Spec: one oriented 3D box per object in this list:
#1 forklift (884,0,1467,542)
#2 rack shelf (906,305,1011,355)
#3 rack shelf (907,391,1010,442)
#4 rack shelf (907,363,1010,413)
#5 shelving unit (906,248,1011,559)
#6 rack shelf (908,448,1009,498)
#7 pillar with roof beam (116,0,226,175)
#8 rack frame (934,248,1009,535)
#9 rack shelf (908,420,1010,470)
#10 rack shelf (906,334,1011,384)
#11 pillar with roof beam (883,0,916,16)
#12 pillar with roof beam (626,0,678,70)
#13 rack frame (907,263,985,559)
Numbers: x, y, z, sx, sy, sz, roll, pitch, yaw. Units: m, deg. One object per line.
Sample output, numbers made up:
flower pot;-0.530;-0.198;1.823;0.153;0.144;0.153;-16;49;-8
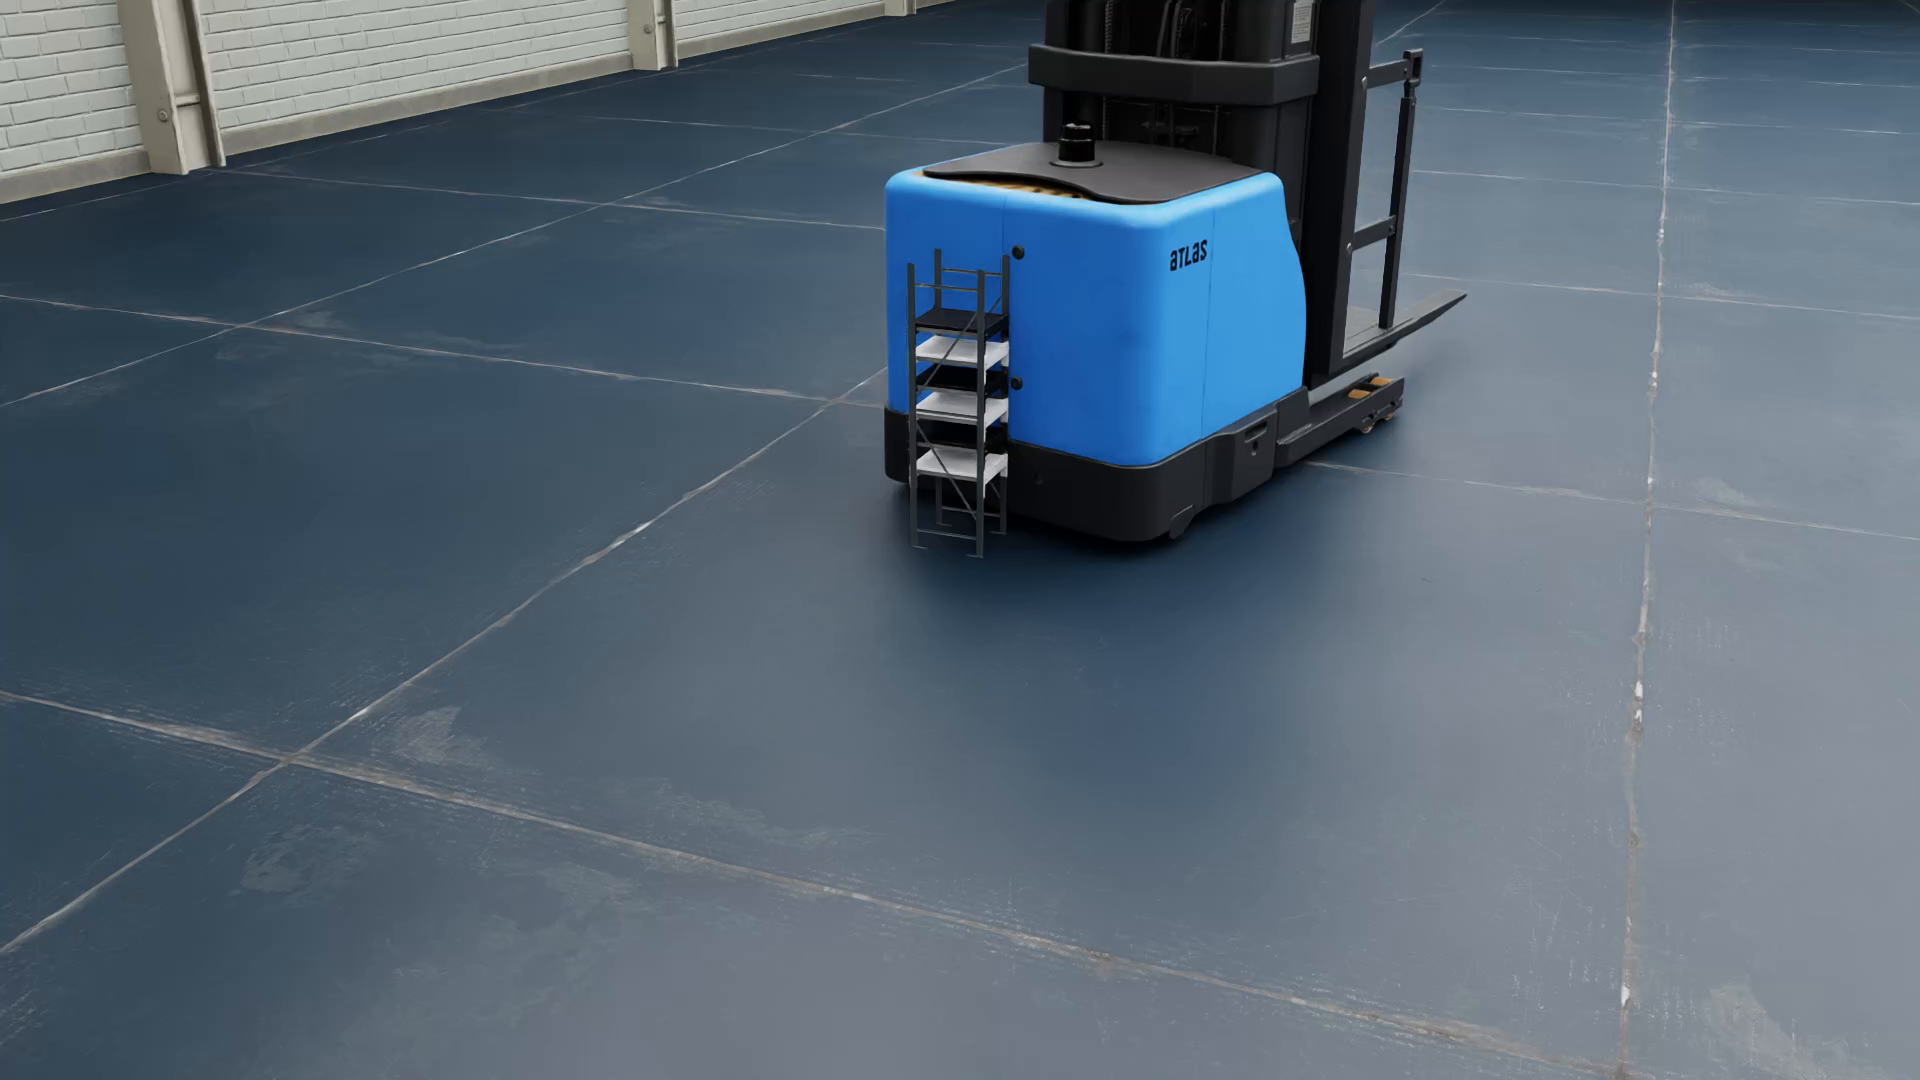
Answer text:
forklift;1.039;-1.849;5.875;1.130;2.935;3.031;16;28;34
rack shelf;-0.003;-0.631;4.978;0.258;0.077;0.200;9;24;20
rack shelf;-0.003;-0.382;5.082;0.258;0.077;0.200;9;24;20
rack shelf;-0.003;-0.465;5.048;0.258;0.077;0.200;9;24;20
shelving unit;-0.003;-0.412;5.070;0.258;0.900;0.210;9;24;20
rack shelf;-0.003;-0.215;5.152;0.258;0.077;0.200;9;24;20
pillar with roof beam;-1.247;-6.059;8.080;9.100;9.000;0.400;9;24;20
rack frame;0.035;-0.449;5.157;0.240;0.900;0.006;9;24;20
rack shelf;-0.003;-0.299;5.117;0.258;0.077;0.200;9;24;20
rack shelf;-0.003;-0.548;5.013;0.258;0.077;0.200;9;24;20
pillar with roof beam;3.211;-10.353;18.361;9.100;9.000;0.400;9;24;20
pillar with roof beam;0.982;-8.206;13.221;9.100;9.000;0.400;9;24;20
rack frame;-0.041;-0.376;4.983;0.240;0.900;0.006;9;24;20
